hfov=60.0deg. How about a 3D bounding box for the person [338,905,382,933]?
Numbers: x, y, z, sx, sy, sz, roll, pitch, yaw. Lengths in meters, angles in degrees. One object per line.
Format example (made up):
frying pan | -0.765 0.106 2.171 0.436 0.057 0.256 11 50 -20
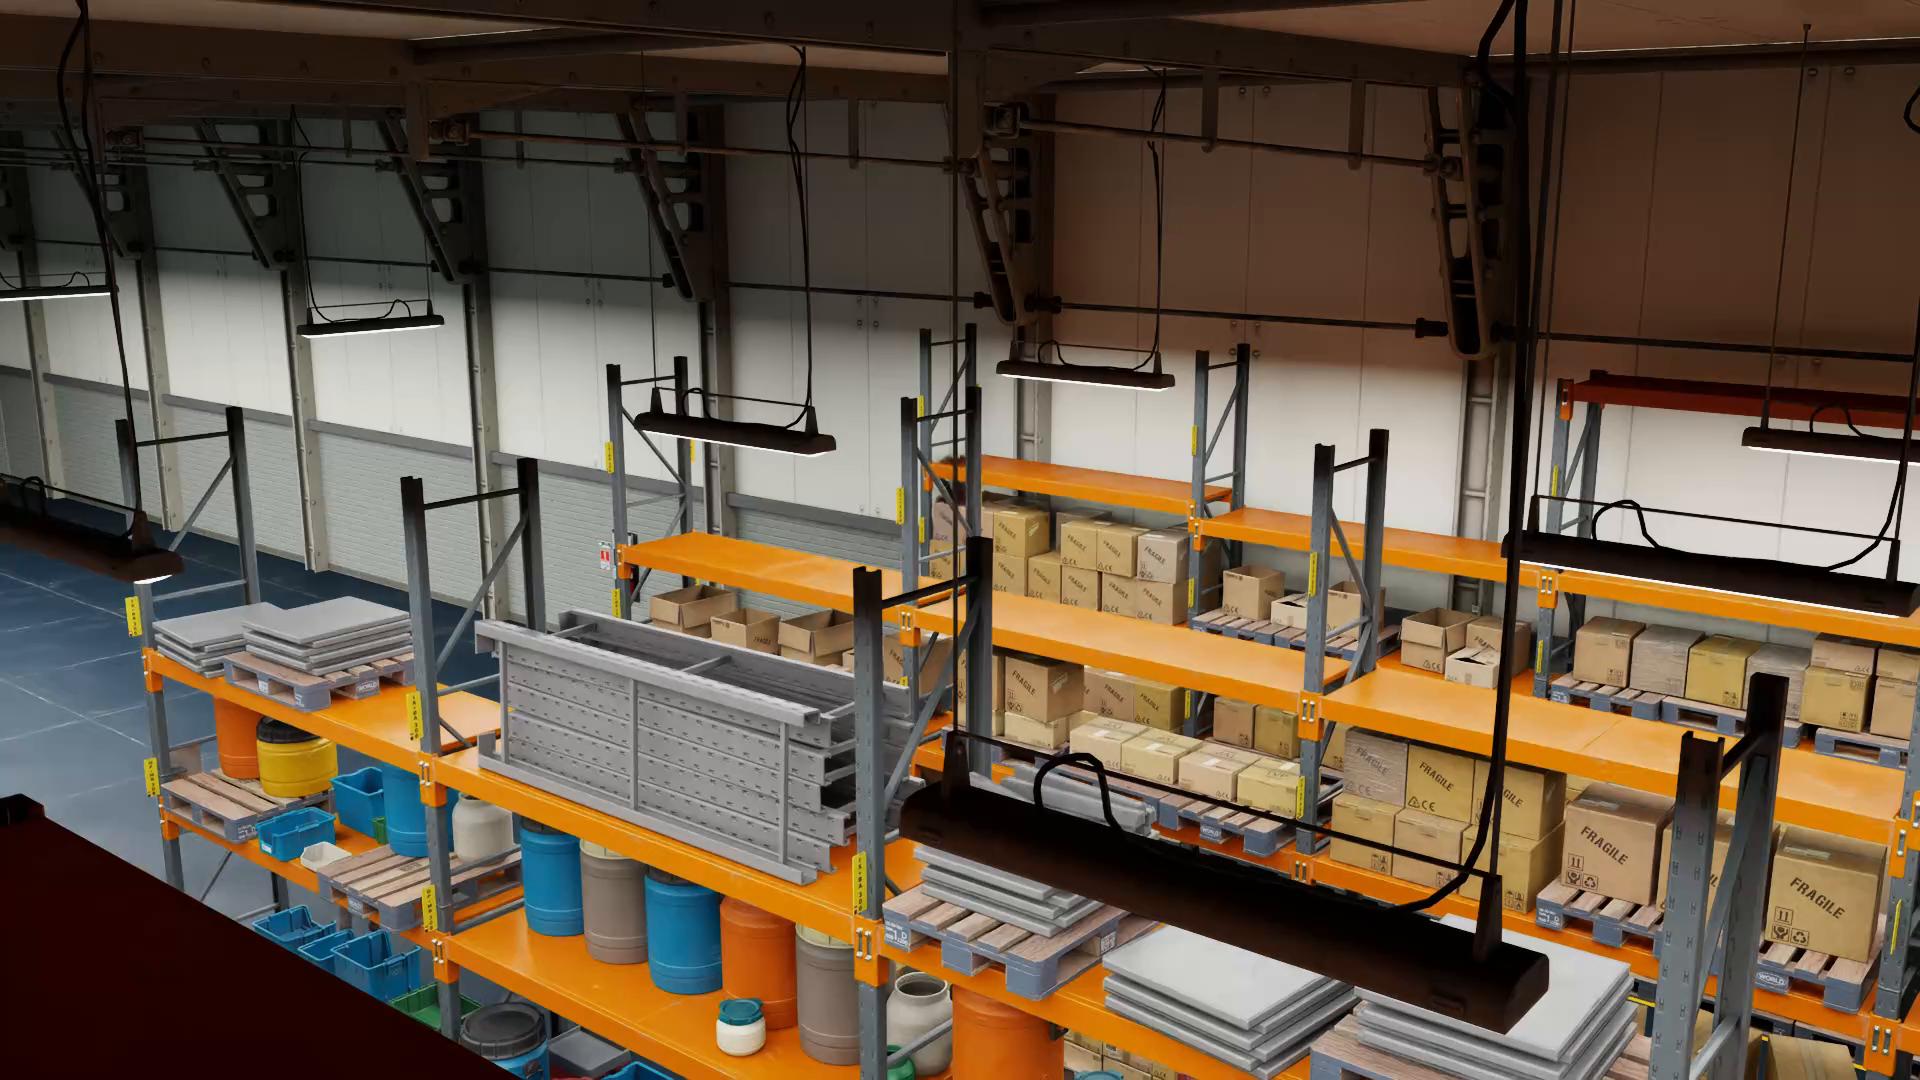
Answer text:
person | -6.209 3.464 17.113 0.486 1.656 0.374 -7 14 -28
